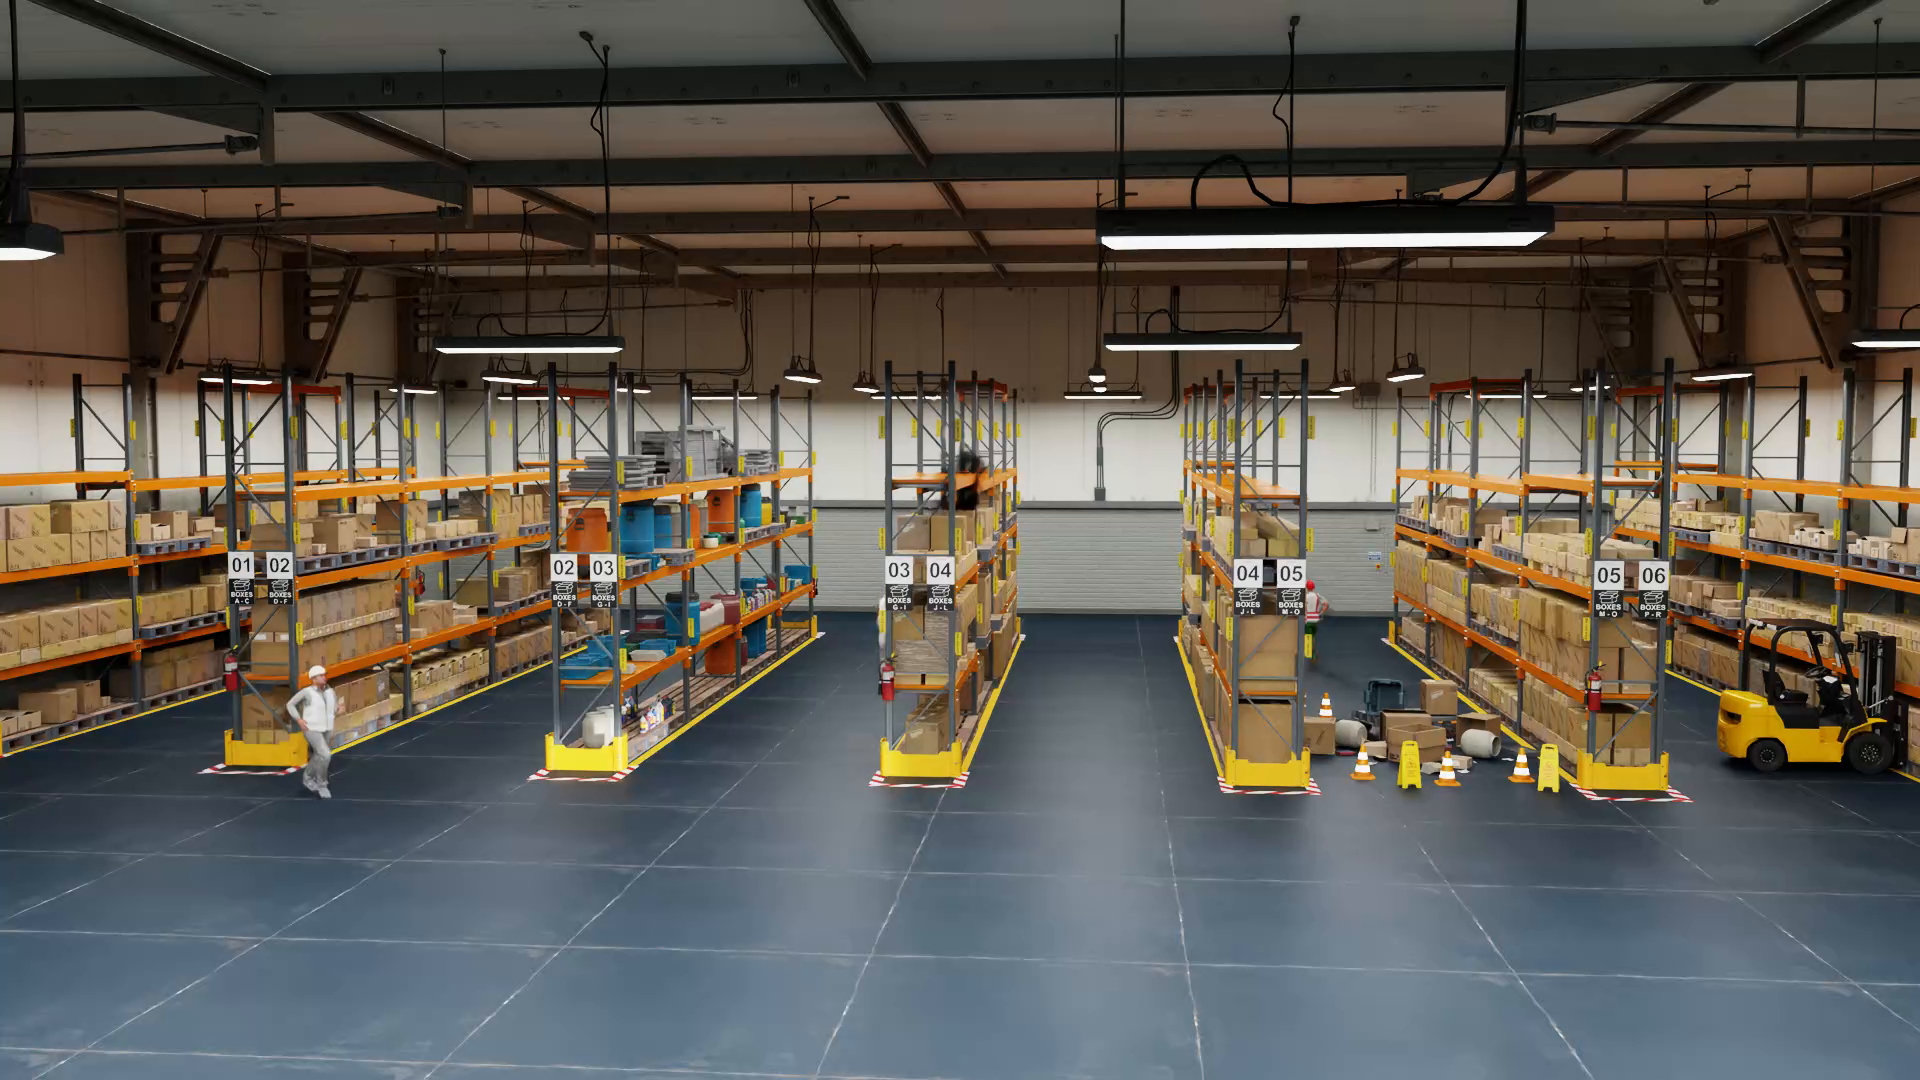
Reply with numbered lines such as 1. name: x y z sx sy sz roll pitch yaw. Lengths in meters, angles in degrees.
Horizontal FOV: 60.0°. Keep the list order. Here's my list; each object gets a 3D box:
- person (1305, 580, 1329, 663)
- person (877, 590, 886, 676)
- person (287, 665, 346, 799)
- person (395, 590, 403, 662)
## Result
1. person: 7.494 1.776 35.611 0.632 1.830 0.754 -1 4 -11
2. person: -1.425 1.857 34.413 0.645 1.812 1.109 0 4 5
3. person: -8.800 2.628 22.792 0.820 1.823 0.678 2 4 26
4. person: -11.509 1.896 34.040 0.610 1.754 0.889 0 4 5
